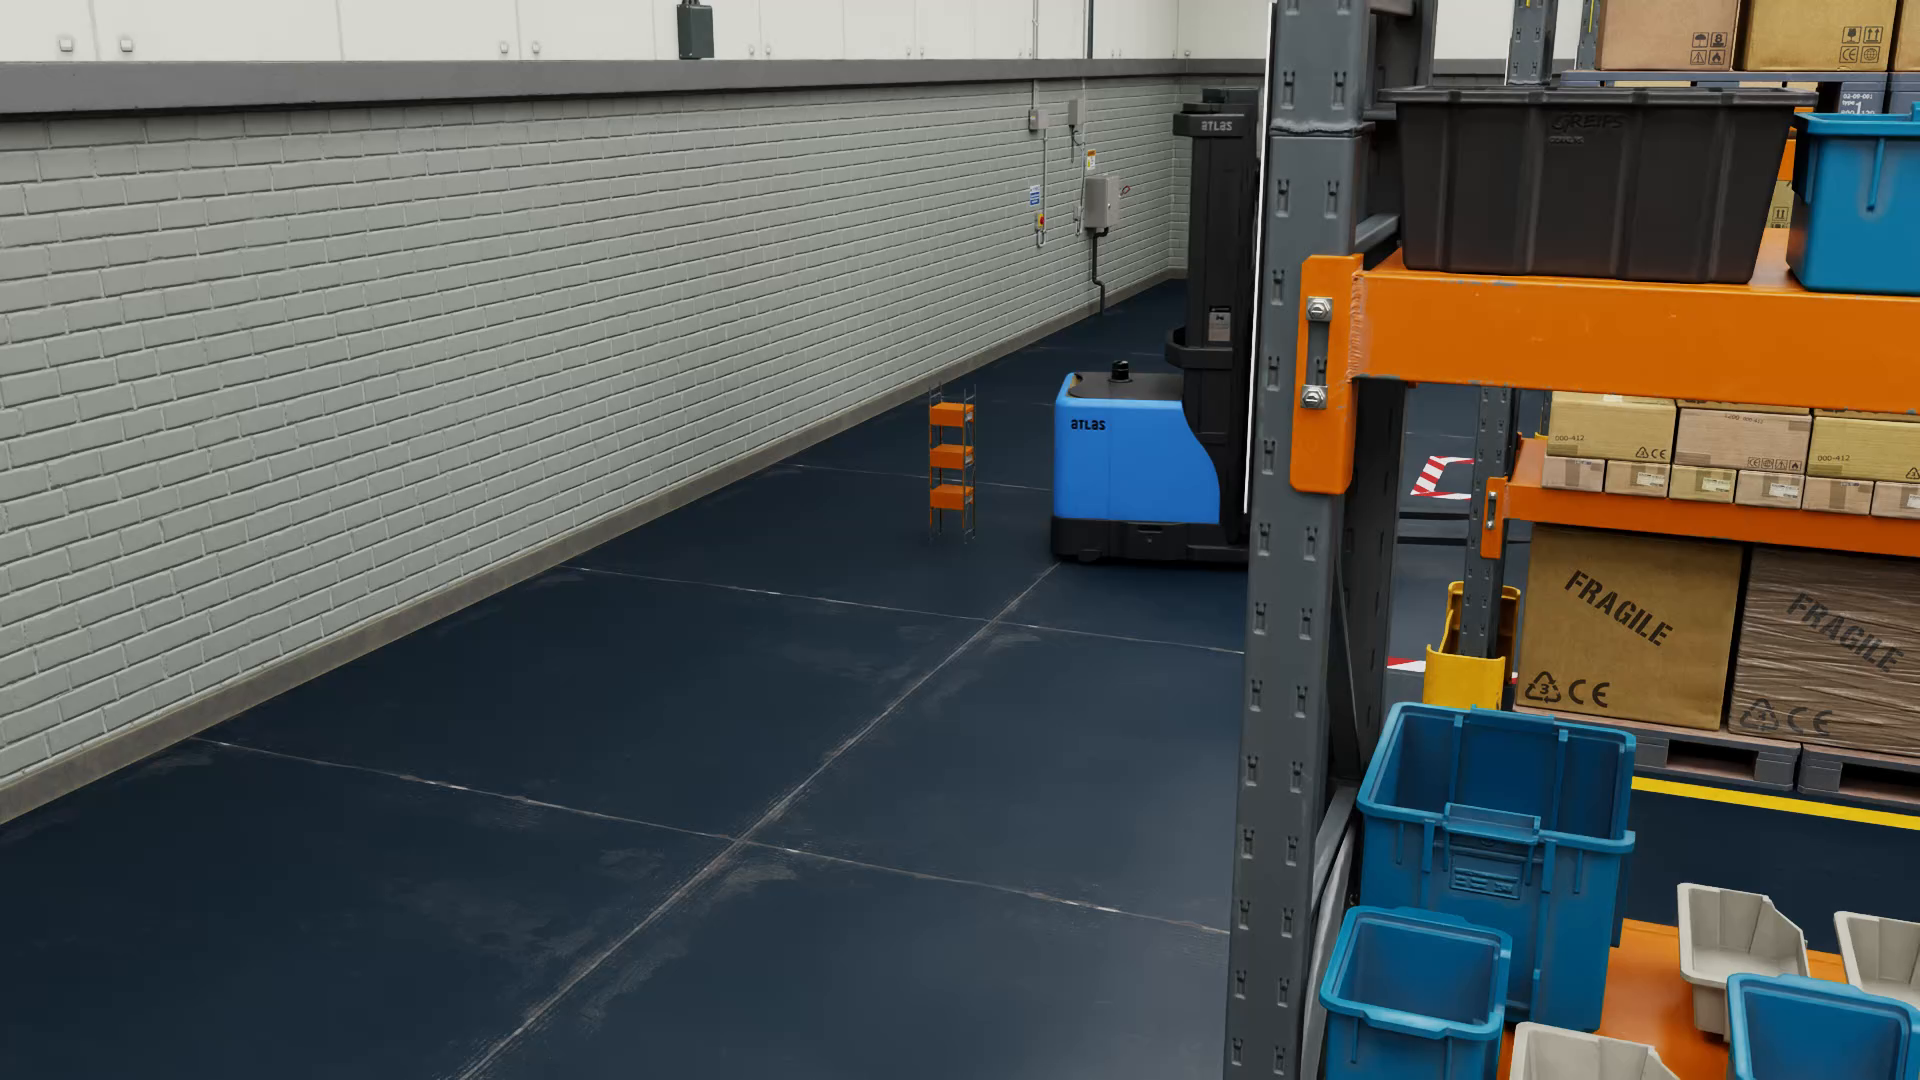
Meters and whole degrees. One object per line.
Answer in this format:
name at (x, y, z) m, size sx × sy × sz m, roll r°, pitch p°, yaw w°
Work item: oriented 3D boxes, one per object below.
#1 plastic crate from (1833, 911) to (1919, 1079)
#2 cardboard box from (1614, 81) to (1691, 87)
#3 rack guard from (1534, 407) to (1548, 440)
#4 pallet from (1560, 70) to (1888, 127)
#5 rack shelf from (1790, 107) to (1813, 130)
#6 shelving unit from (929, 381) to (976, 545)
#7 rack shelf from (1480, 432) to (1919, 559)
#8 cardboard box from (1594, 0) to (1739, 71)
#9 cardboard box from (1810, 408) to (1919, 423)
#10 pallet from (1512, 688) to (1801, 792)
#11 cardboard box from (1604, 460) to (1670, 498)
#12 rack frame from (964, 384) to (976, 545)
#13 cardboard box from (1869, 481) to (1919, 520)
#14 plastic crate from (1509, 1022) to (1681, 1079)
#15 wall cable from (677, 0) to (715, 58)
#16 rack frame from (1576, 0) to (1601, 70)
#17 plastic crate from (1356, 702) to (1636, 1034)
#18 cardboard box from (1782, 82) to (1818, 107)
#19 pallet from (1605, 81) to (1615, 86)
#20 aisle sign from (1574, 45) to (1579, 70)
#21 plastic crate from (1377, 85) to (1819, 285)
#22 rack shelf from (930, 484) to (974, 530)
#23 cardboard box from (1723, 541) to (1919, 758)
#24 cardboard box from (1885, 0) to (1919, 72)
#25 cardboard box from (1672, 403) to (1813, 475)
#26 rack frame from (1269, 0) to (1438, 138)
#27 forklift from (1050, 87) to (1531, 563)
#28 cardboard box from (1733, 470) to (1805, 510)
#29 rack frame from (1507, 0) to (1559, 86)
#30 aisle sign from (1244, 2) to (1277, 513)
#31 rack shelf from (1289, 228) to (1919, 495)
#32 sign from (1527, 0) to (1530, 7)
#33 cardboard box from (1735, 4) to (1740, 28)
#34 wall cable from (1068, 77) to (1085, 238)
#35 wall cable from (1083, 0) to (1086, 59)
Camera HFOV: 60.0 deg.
plastic crate at (1.799, 0.874, 3.150) m, size 0.243 × 0.136 × 0.396 m, roll 6°, pitch 17°, yaw 21°
cardboard box at (4.765, -3.111, 11.398) m, size 0.500 × 0.250 × 0.500 m, roll 7°, pitch 18°, yaw 23°
rack guard at (4.512, -0.646, 12.504) m, size 0.348 × 0.500 × 1.175 m, roll 6°, pitch 17°, yaw 21°
pallet at (3.221, -1.903, 7.129) m, size 1.213 × 0.211 × 1.003 m, roll 6°, pitch 17°, yaw 21°
rack shelf at (6.302, -2.745, 11.159) m, size 4.000 × 0.370 × 1.077 m, roll 6°, pitch 17°, yaw 21°
shelving unit at (-0.050, -0.510, 11.046) m, size 0.252 × 1.050 × 0.215 m, roll 6°, pitch 17°, yaw 21°
rack shelf at (4.388, -0.029, 7.182) m, size 4.000 × 0.370 × 1.077 m, roll 6°, pitch 17°, yaw 21°
cardboard box at (3.031, -2.278, 7.147) m, size 0.500 × 0.500 × 0.700 m, roll 5°, pitch 17°, yaw 17°
cardboard box at (3.824, -0.788, 6.898) m, size 0.500 × 0.500 × 0.500 m, roll 6°, pitch 17°, yaw 19°
pallet at (3.300, 0.822, 7.963) m, size 1.213 × 0.211 × 1.003 m, roll 6°, pitch 17°, yaw 21°
cardboard box at (2.976, -0.310, 7.313) m, size 0.250 × 0.149 × 0.380 m, roll 6°, pitch 17°, yaw 20°
rack frame at (0.064, -0.497, 11.003) m, size 0.008 × 1.050 × 0.200 m, roll 6°, pitch 17°, yaw 21°
cardboard box at (3.933, -0.205, 6.951) m, size 0.250 × 0.149 × 0.380 m, roll 6°, pitch 17°, yaw 20°
plastic crate at (1.087, 0.969, 2.822) m, size 0.298 × 0.136 × 0.250 m, roll 6°, pitch 17°, yaw 21°
wall cable at (-1.468, -6.477, 11.573) m, size 0.120 × 5.999 × 2.277 m, roll 6°, pitch 17°, yaw 21°
rack frame at (4.441, -4.736, 11.346) m, size 0.127 × 3.000 × 1.000 m, roll 6°, pitch 17°, yaw 21°
plastic crate at (1.090, 0.646, 3.397) m, size 0.499 × 0.435 × 0.616 m, roll 6°, pitch 17°, yaw 21°
cardboard box at (5.737, -3.007, 11.039) m, size 0.500 × 0.250 × 0.500 m, roll 6°, pitch 17°, yaw 19°
pallet at (6.857, -4.474, 15.982) m, size 1.213 × 0.211 × 1.003 m, roll 6°, pitch 17°, yaw 21°
aisle sign at (4.263, -3.033, 11.577) m, size 0.004 × 0.787 × 0.394 m, roll 6°, pitch 17°, yaw 21°
plastic crate at (0.966, -0.560, 2.577) m, size 0.590 × 0.269 × 0.497 m, roll 6°, pitch 17°, yaw 21°
rack shelf at (-0.050, -0.233, 11.127) m, size 0.240 × 0.259 × 0.215 m, roll 6°, pitch 17°, yaw 21°
cardboard box at (3.999, 0.378, 7.550) m, size 0.875 × 0.875 × 0.875 m, roll 6°, pitch 17°, yaw 21°
cardboard box at (4.009, -2.148, 6.702) m, size 0.500 × 0.500 × 0.700 m, roll 5°, pitch 17°, yaw 17°
cardboard box at (3.361, -0.479, 7.178) m, size 0.500 × 0.250 × 0.500 m, roll 6°, pitch 17°, yaw 20°
rack frame at (0.710, -2.175, 2.525) m, size 0.127 × 3.000 × 1.000 m, roll 6°, pitch 17°, yaw 21°
forklift at (2.140, -1.335, 10.516) m, size 3.031 × 2.935 × 1.130 m, roll 2°, pitch 16°, yaw 8°
cardboard box at (3.457, -0.258, 7.132) m, size 0.250 × 0.149 × 0.380 m, roll 6°, pitch 17°, yaw 20°
rack frame at (2.527, -3.460, 6.950) m, size 0.127 × 3.000 × 1.000 m, roll 6°, pitch 17°, yaw 21°
aisle sign at (0.534, -0.473, 2.759) m, size 0.004 × 0.787 × 0.394 m, roll 6°, pitch 17°, yaw 21°
rack shelf at (2.570, -0.185, 2.339) m, size 4.000 × 0.370 × 1.077 m, roll 6°, pitch 17°, yaw 21°
sign at (2.318, -2.334, 6.742) m, size 0.005 × 0.325 × 0.100 m, roll 6°, pitch 17°, yaw 21°
cardboard box at (5.115, -3.485, 11.075) m, size 0.250 × 0.149 × 0.380 m, roll 6°, pitch 17°, yaw 21°
wall cable at (1.419, -4.576, 19.735) m, size 0.122 × 1.984 × 0.588 m, roll 6°, pitch 17°, yaw 21°
wall cable at (1.047, -6.733, 18.227) m, size 0.029 × 3.000 × 2.355 m, roll 6°, pitch 17°, yaw 21°
